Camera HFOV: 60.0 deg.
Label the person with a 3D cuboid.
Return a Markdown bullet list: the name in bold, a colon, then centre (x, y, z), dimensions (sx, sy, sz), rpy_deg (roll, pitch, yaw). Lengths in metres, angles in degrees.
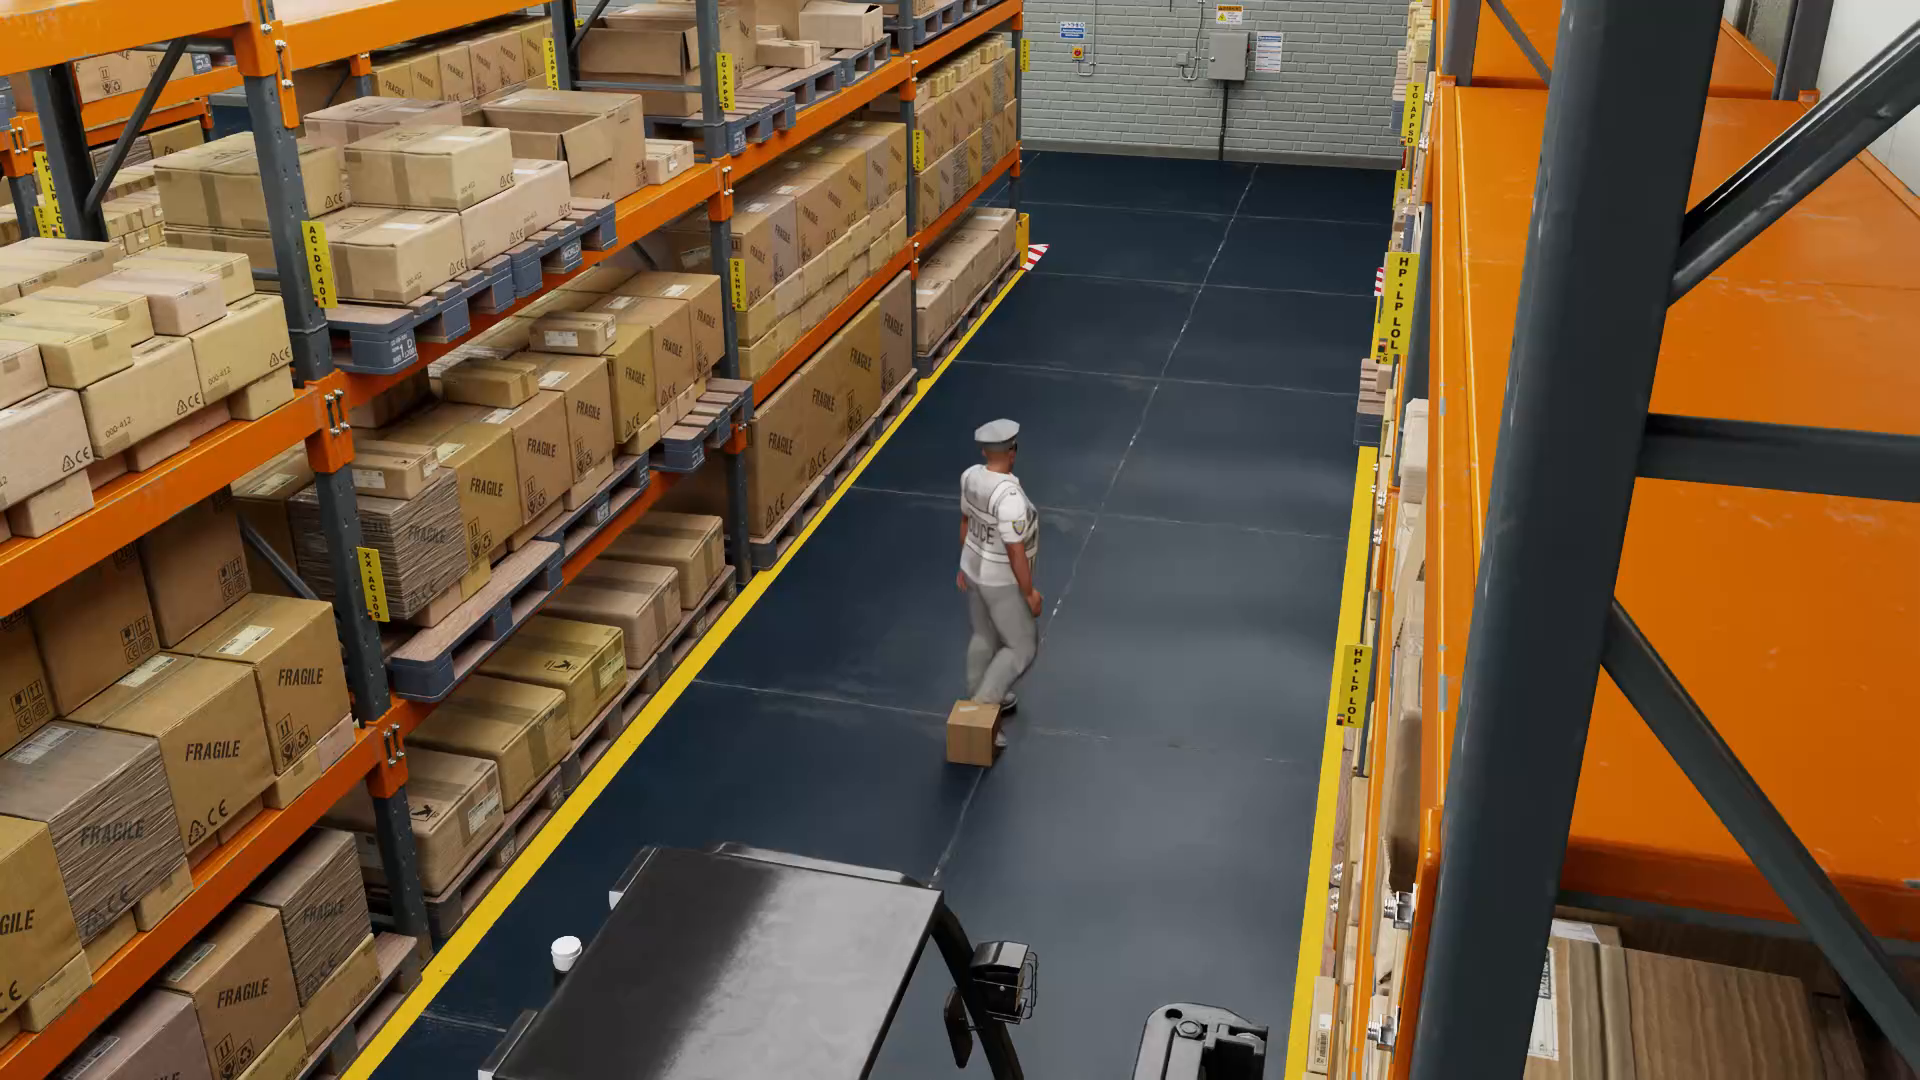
- **person**: centre (0.202, 0.229, 9.074), dimensions (0.503, 1.739, 0.706), rpy_deg (-11, 27, -23)
